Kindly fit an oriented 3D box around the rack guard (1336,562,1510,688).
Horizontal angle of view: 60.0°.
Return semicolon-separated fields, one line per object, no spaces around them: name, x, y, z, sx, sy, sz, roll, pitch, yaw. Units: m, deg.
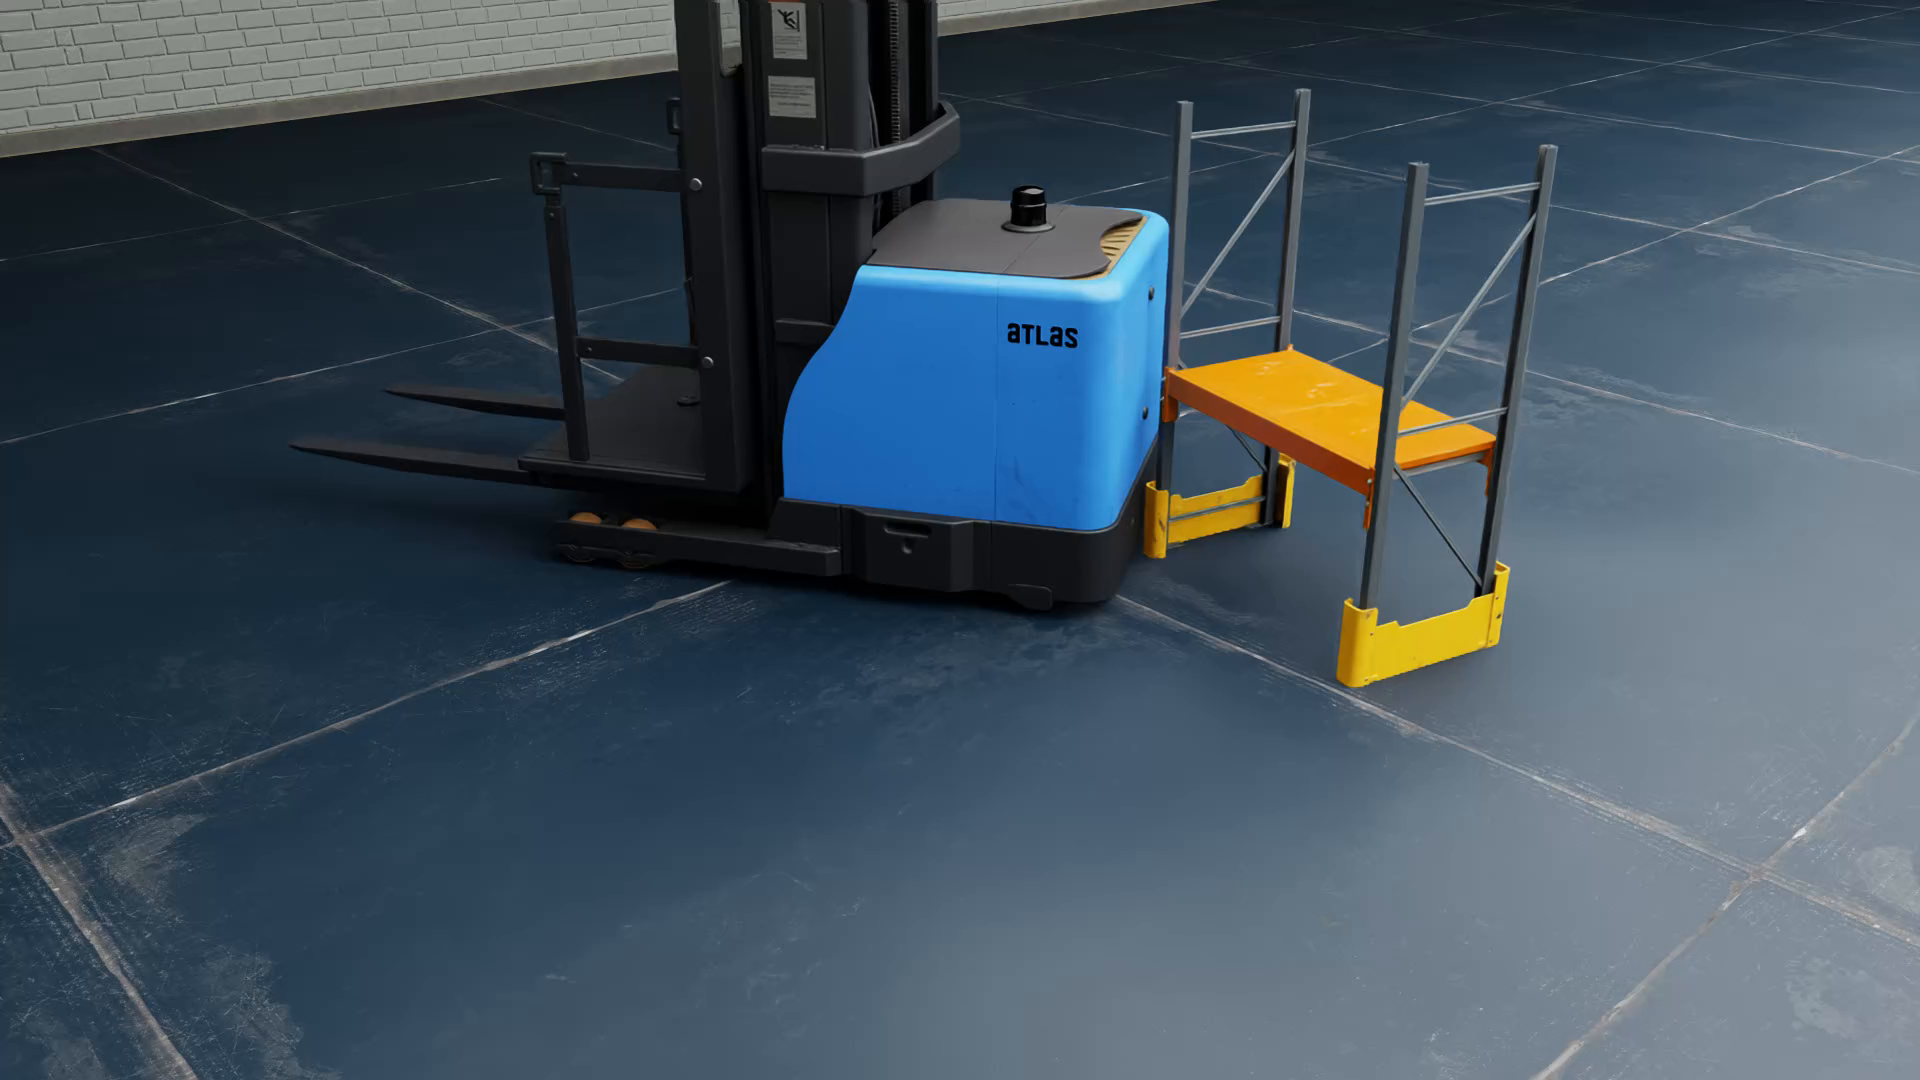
rack guard;1.370;0.244;4.913;0.587;0.250;0.087;-13;27;-26

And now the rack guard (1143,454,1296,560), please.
rack guard;0.892;-0.118;5.708;0.587;0.250;0.087;-13;27;-26

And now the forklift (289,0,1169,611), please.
forklift;-0.861;-1.438;5.371;3.031;2.935;1.130;7;25;14

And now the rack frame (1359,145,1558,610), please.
rack frame;1.371;-0.324;4.653;0.500;1.500;0.032;-13;27;-26

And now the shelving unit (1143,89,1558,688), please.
shelving unit;1.131;-0.506;5.051;0.587;1.500;1.083;-13;27;-26

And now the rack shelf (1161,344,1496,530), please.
rack shelf;1.127;-0.345;5.133;0.538;0.185;1.000;-13;27;-26

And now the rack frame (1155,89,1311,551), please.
rack frame;0.883;-0.694;5.464;0.500;1.500;0.032;-13;27;-26
